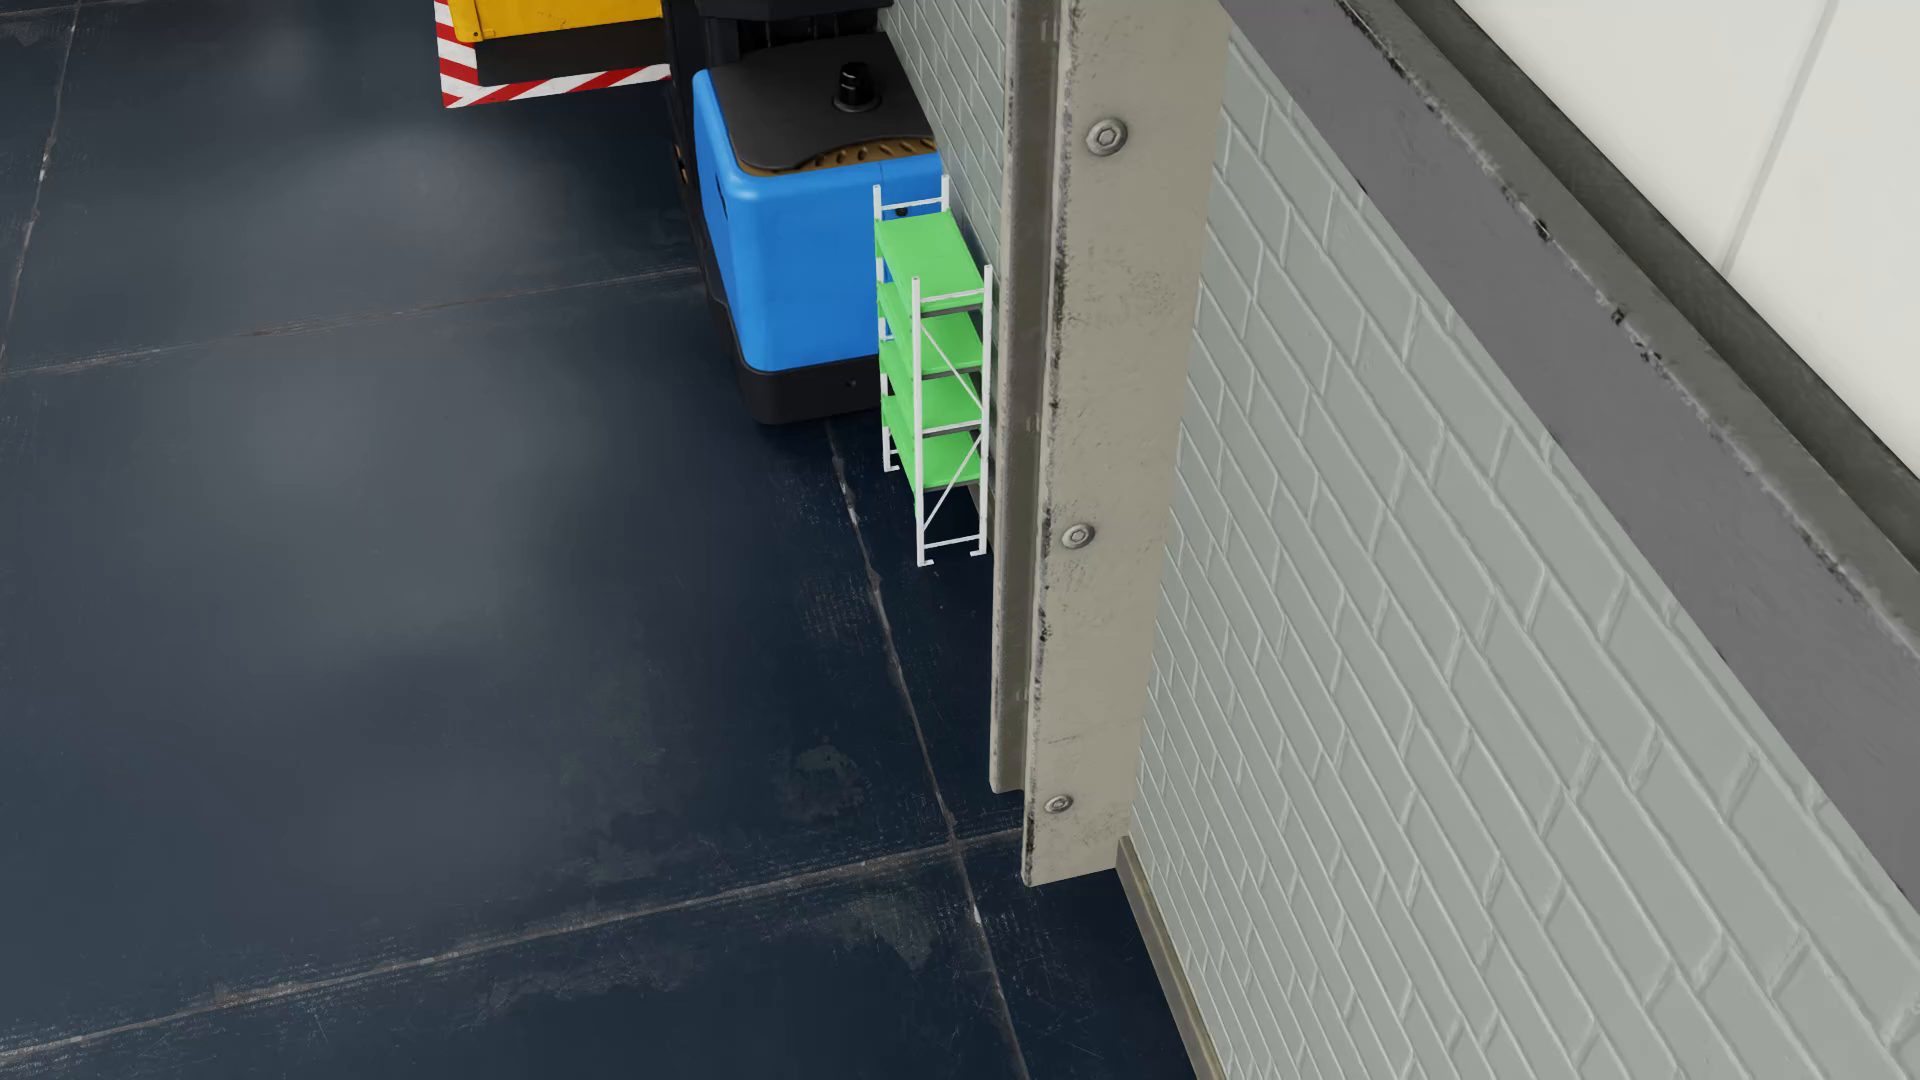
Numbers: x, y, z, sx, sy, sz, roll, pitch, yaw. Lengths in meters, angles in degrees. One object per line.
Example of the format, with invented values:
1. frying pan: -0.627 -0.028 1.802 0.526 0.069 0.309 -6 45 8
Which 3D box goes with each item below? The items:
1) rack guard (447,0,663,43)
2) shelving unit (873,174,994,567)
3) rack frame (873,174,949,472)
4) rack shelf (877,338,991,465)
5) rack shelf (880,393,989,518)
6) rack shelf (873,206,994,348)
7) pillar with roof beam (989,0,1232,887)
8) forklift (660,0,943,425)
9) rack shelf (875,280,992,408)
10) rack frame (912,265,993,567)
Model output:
1. rack guard: -1.936 -2.823 8.167 1.175 0.500 0.348 -11 47 -10
2. shelving unit: -0.089 -0.525 5.424 0.258 1.200 0.503 -11 47 -11
3. rack frame: -0.154 -0.693 5.588 0.240 1.200 0.015 -11 47 -11
4. rack shelf: -0.090 -0.480 5.469 0.258 0.148 0.480 -11 47 -11
5. rack shelf: -0.091 -0.312 5.640 0.258 0.148 0.480 -11 47 -11
6. rack shelf: -0.088 -0.817 5.127 0.258 0.148 0.480 -11 47 -11
7. pillar with roof beam: -3.875 -1.530 0.949 9.100 9.000 0.400 -11 47 -10
8. forklift: -0.640 -2.519 6.167 1.130 2.935 3.031 -11 47 -10
9. rack shelf: -0.089 -0.648 5.298 0.258 0.148 0.480 -11 47 -11
10. rack frame: -0.025 -0.357 5.259 0.240 1.200 0.015 -11 47 -11
